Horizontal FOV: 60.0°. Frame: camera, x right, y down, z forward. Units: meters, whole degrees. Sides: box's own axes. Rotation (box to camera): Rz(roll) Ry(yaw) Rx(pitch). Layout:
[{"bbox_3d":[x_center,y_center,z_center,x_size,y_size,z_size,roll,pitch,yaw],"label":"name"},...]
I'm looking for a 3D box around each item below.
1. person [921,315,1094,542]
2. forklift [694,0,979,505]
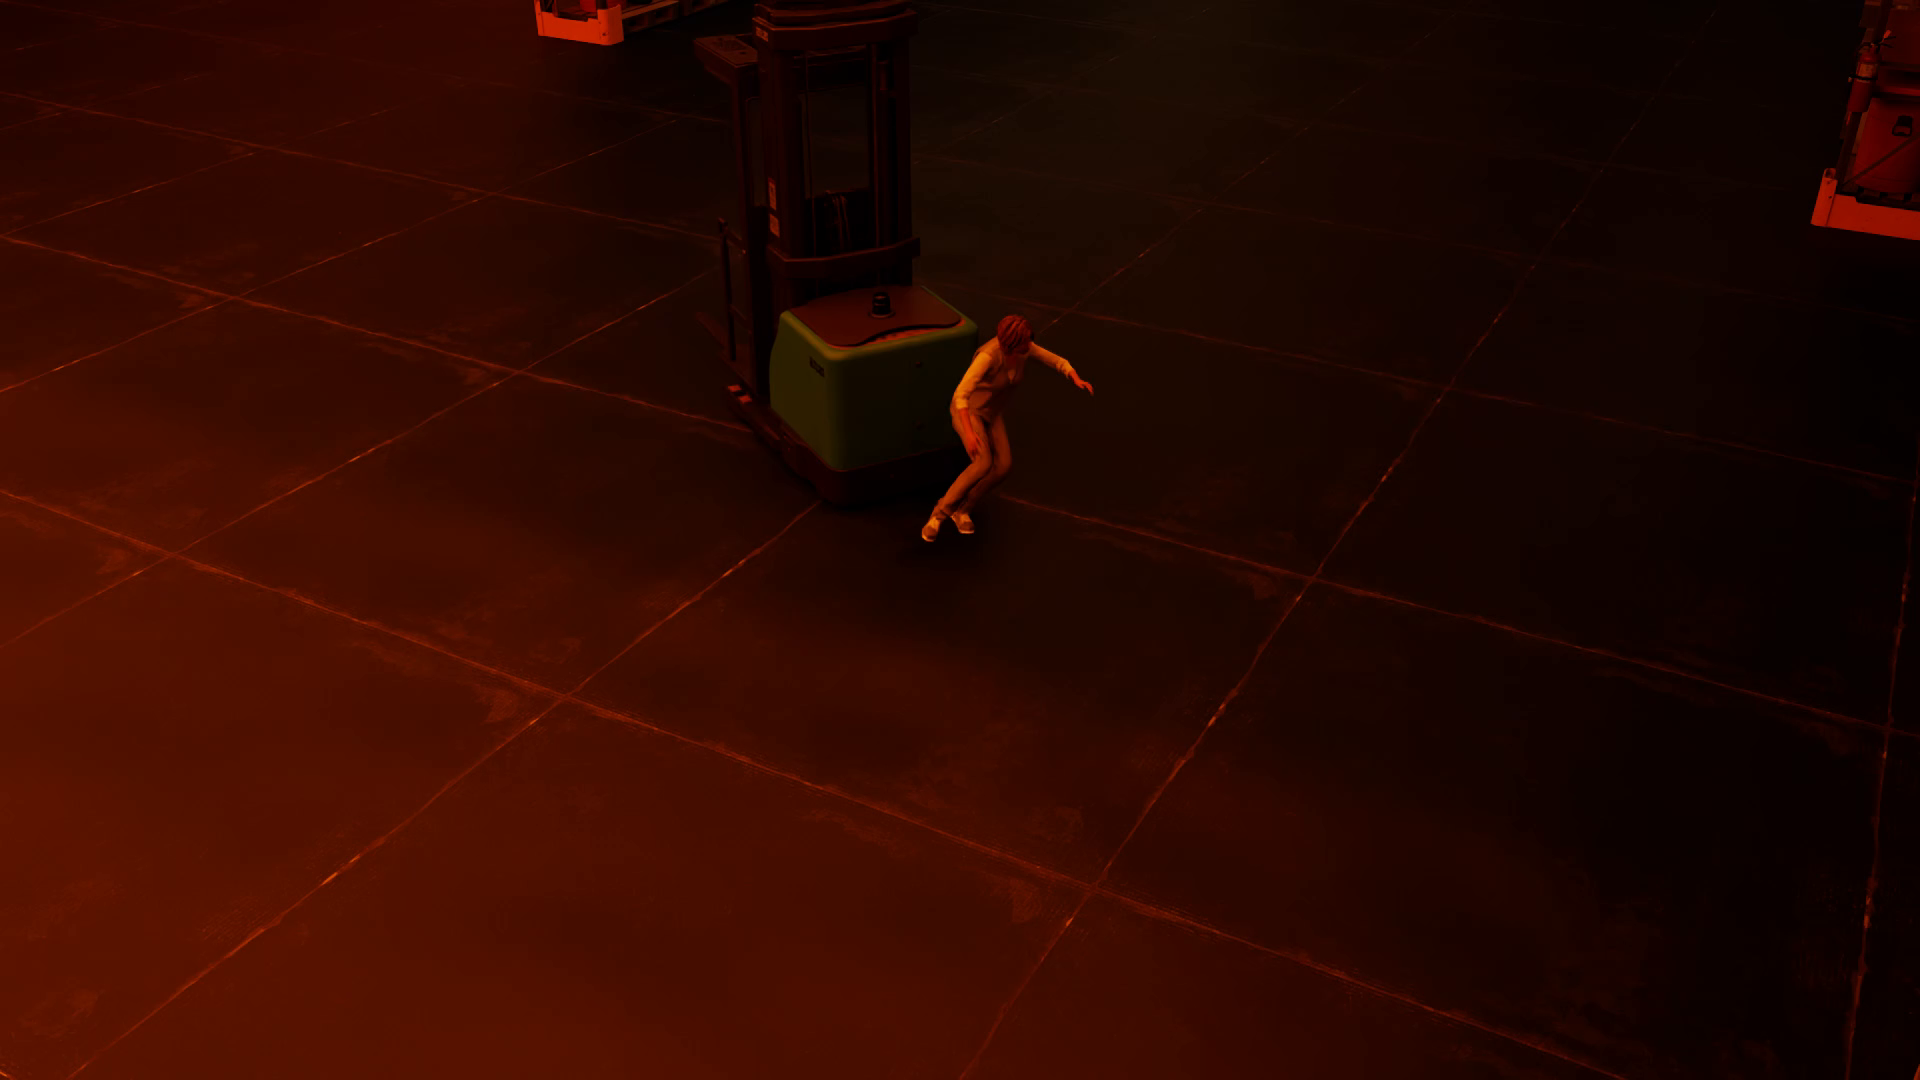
[{"bbox_3d":[0.221,-0.632,9.756,0.849,1.363,1.026,24,38,35],"label":"person"},{"bbox_3d":[-1.000,-2.193,10.870,1.130,2.935,3.031,-15,33,-24],"label":"forklift"}]
